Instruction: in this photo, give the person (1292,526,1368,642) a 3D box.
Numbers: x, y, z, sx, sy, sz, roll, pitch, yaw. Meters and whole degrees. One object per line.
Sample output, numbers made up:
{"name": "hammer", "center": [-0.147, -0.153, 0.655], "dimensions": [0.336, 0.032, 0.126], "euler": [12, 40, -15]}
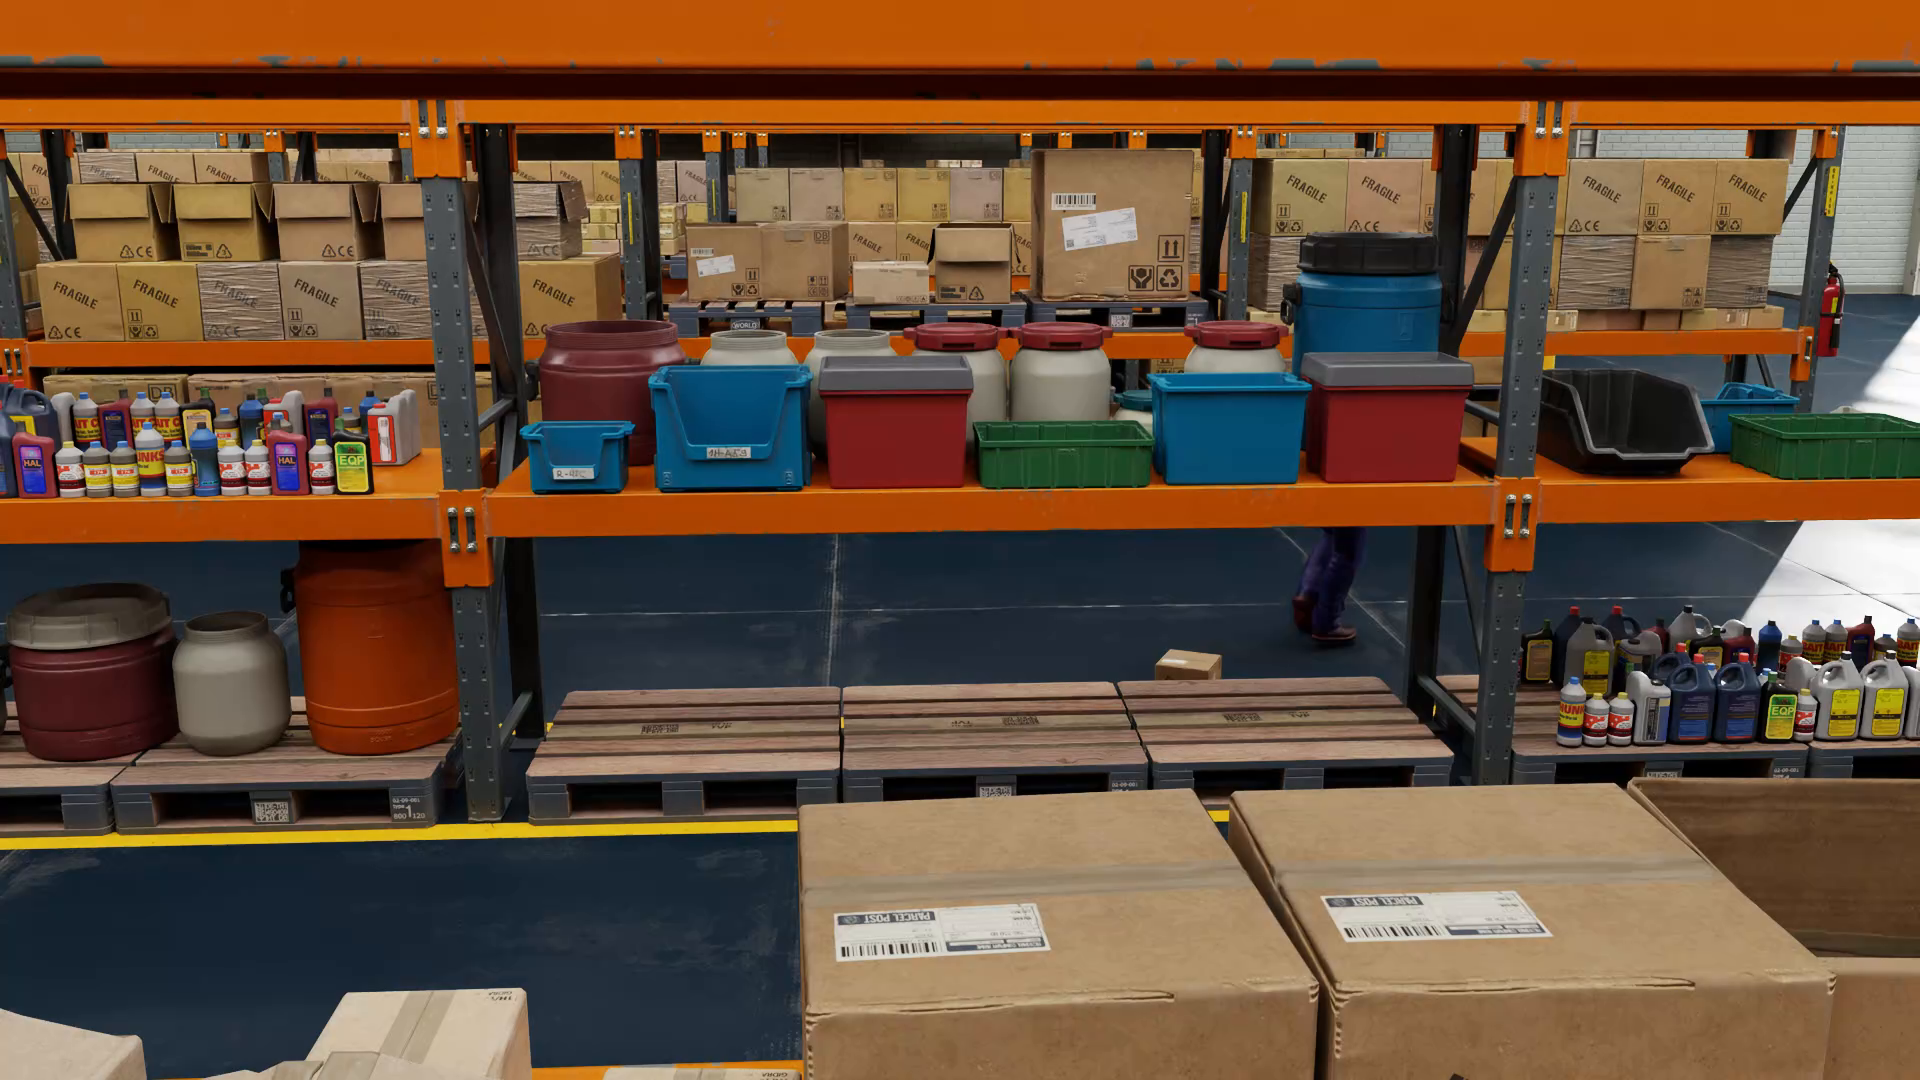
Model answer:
{"name": "person", "center": [2.000, -0.276, 8.611], "dimensions": [0.429, 1.674, 0.508], "euler": [-9, 16, -32]}
